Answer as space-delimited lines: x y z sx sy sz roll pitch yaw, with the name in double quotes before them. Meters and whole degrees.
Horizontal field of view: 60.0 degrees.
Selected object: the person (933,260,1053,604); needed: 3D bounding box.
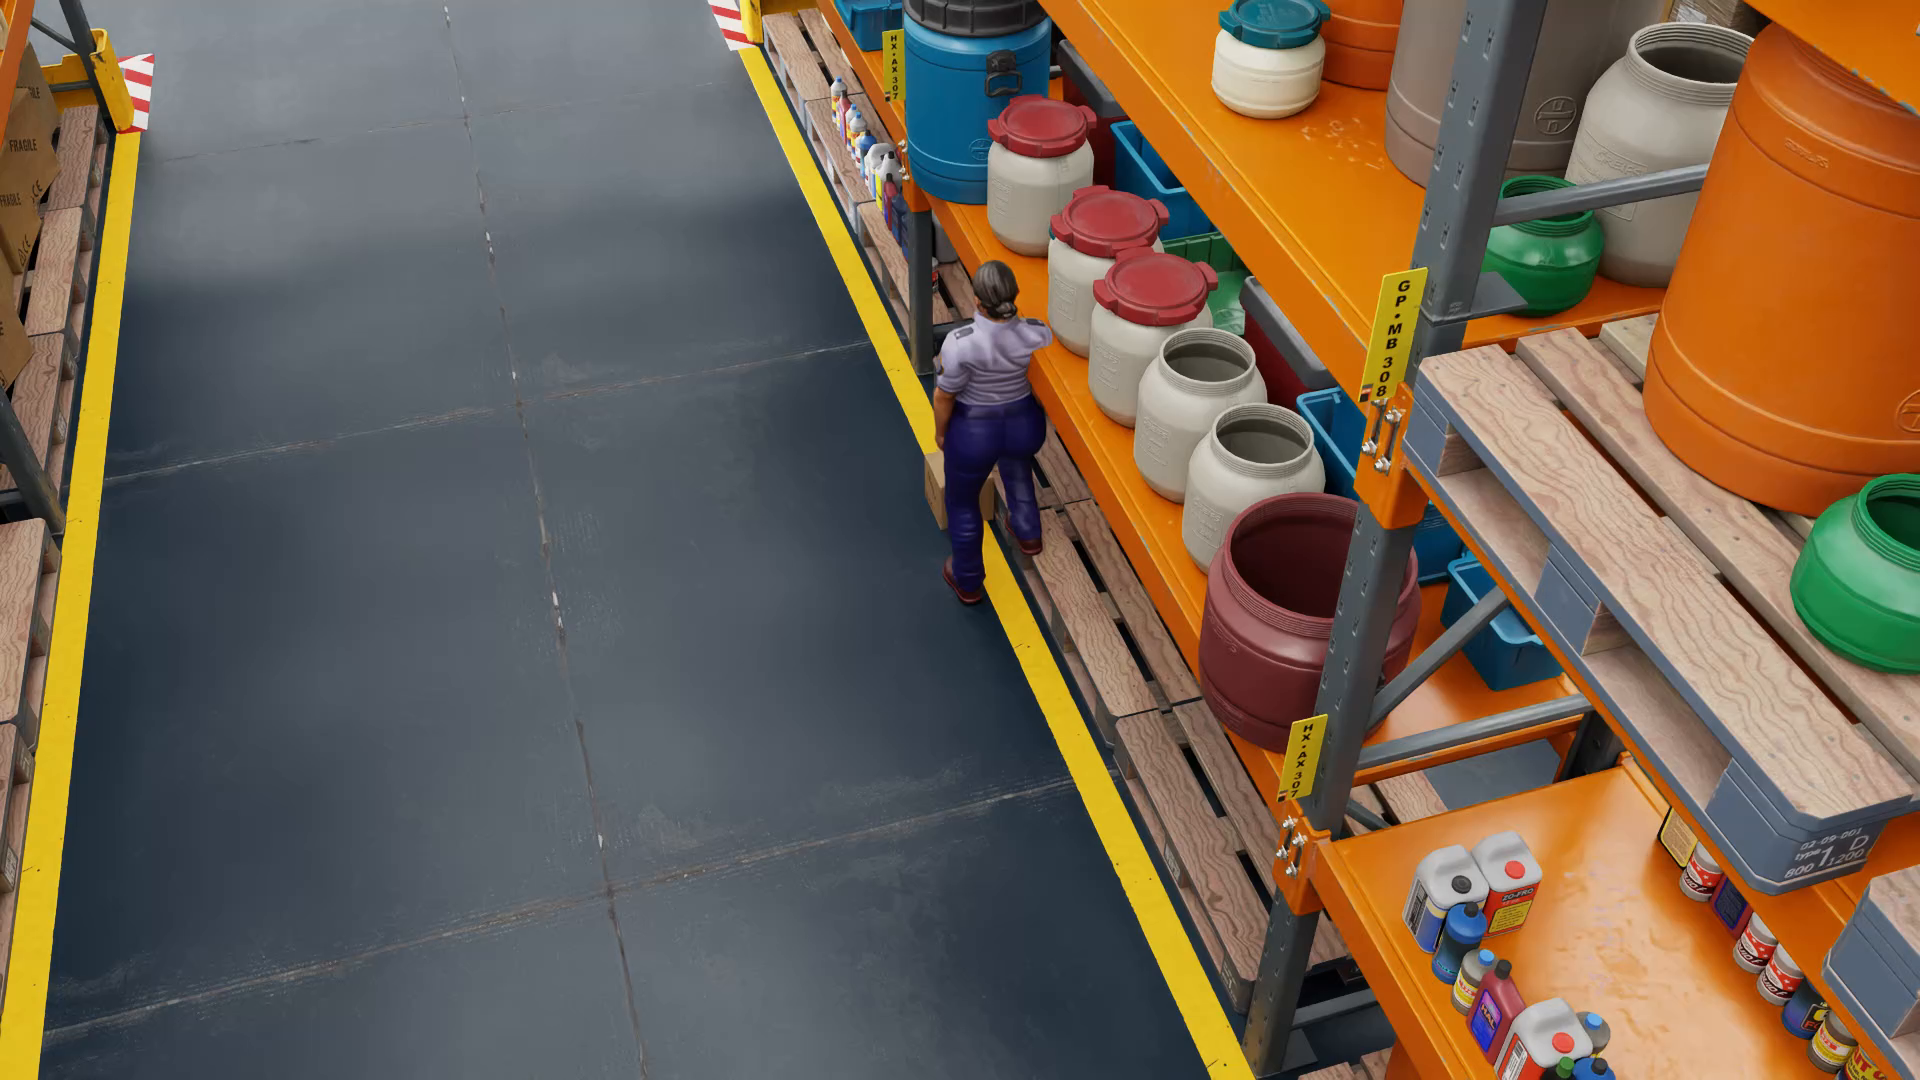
"person" 0.100 -0.477 6.713 0.473 1.624 0.481 -11 44 -12
